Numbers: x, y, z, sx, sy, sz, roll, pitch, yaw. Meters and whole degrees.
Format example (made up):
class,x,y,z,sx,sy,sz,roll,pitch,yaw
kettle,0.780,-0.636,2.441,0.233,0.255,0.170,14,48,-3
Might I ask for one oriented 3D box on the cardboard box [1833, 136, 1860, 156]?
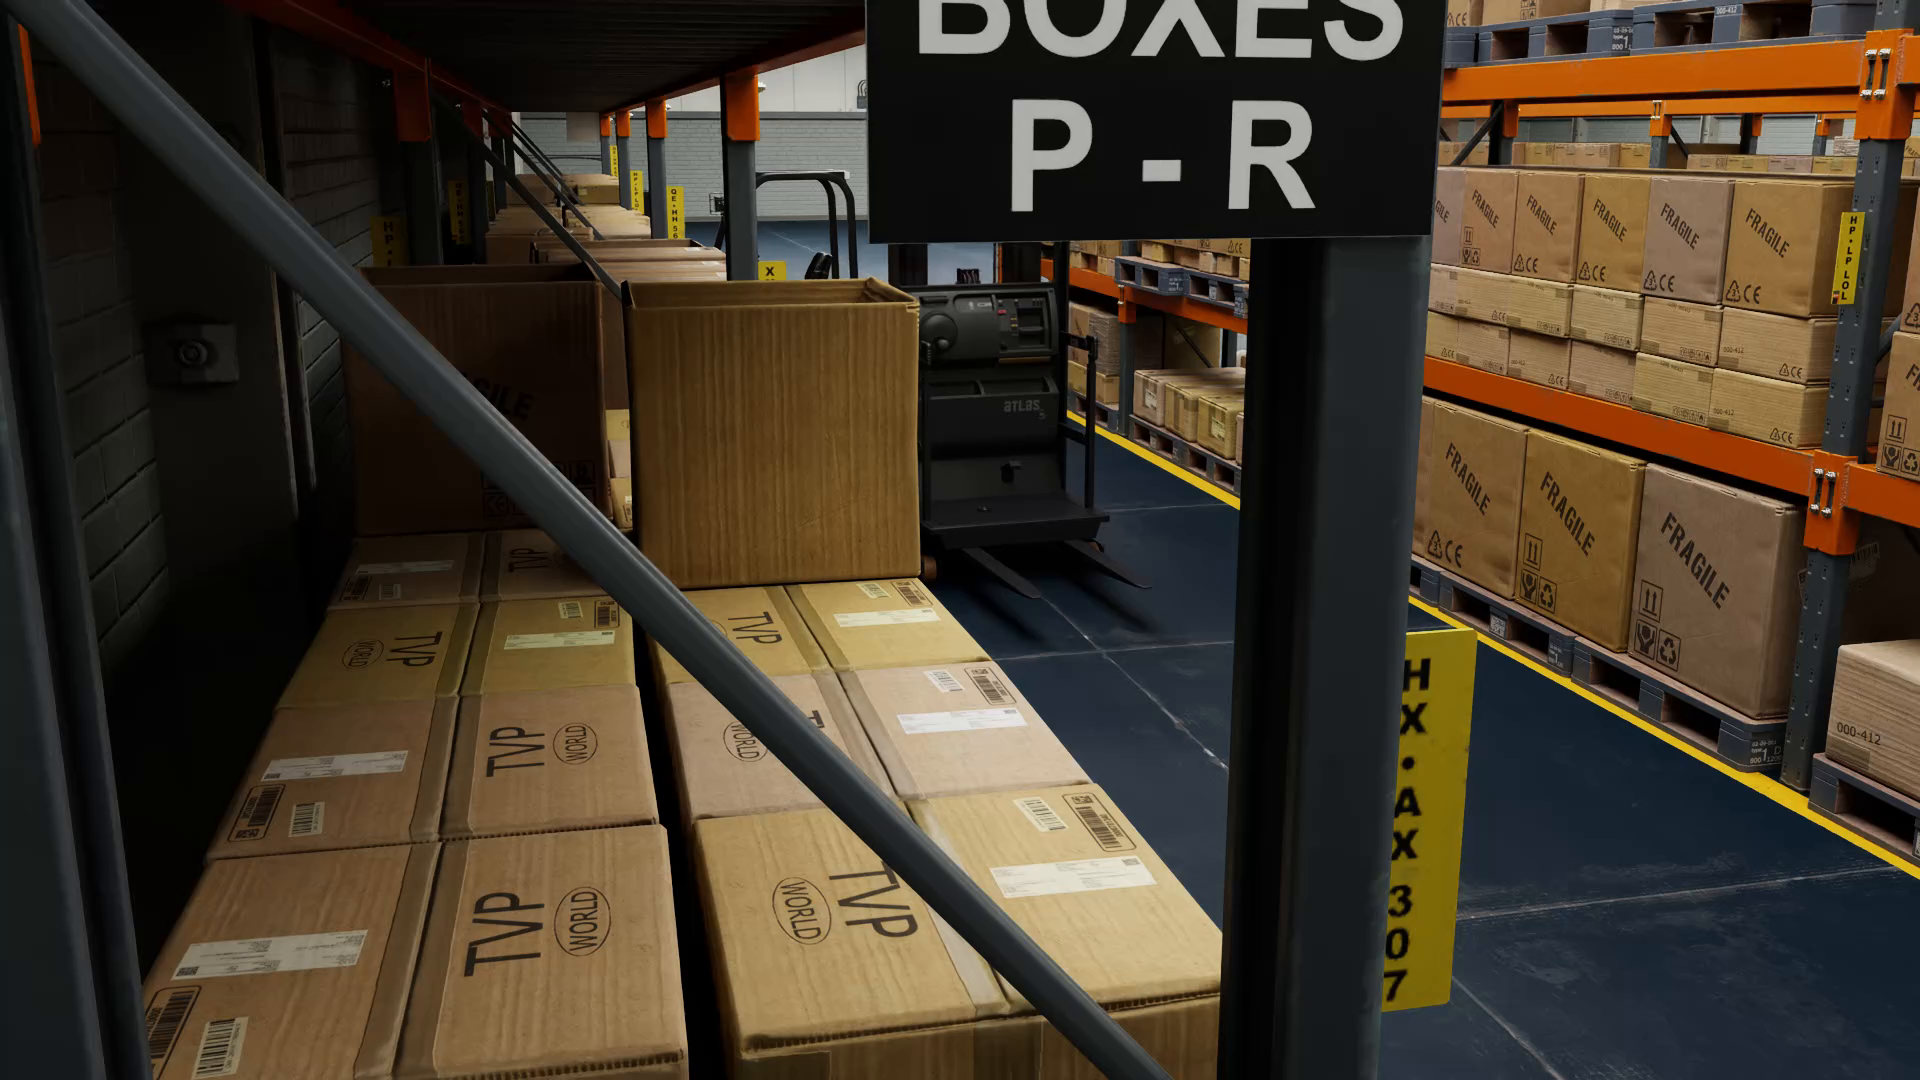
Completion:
class,x,y,z,sx,sy,sz,roll,pitch,yaw
cardboard box,10.395,-4.376,19.075,0.500,0.500,0.500,-3,14,-13

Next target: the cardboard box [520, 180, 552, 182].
class,x,y,z,sx,sy,sz,roll,pitch,yaw
cardboard box,-3.625,-2.949,13.974,0.380,0.149,0.250,-3,14,-14

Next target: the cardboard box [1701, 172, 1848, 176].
class,x,y,z,sx,sy,sz,roll,pitch,yaw
cardboard box,3.630,-1.402,7.529,0.500,0.500,0.500,-4,14,-15

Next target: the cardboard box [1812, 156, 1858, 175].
class,x,y,z,sx,sy,sz,roll,pitch,yaw
cardboard box,7.106,-2.732,12.972,0.700,0.500,0.500,-3,14,-14

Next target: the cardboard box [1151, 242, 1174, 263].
class,x,y,z,sx,sy,sz,roll,pitch,yaw
cardboard box,1.710,-2.243,12.933,0.380,0.149,0.250,-3,14,-12

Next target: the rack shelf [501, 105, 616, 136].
class,x,y,z,sx,sy,sz,roll,pitch,yaw
rack shelf,-3.456,-3.656,14.267,1.077,0.370,4.000,-3,14,-13

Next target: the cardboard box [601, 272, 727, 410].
class,x,y,z,sx,sy,sz,roll,pitch,yaw
cardboard box,-1.004,-0.618,5.541,0.700,0.500,0.500,-3,14,-12

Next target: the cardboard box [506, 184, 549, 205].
class,x,y,z,sx,sy,sz,roll,pitch,yaw
cardboard box,-3.355,-2.652,12.757,0.380,0.149,0.250,-3,14,-13

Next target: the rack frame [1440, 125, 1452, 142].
class,x,y,z,sx,sy,sz,roll,pitch,yaw
rack frame,5.686,-3.586,18.786,1.000,3.000,0.127,-3,14,-13

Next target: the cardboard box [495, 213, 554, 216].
class,x,y,z,sx,sy,sz,roll,pitch,yaw
cardboard box,-2.929,-2.118,11.200,0.380,0.149,0.250,-3,14,-13

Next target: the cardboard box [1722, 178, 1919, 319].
class,x,y,z,sx,sy,sz,roll,pitch,yaw
cardboard box,3.367,-1.142,6.465,0.500,0.500,0.500,-3,14,-11

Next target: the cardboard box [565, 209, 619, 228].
class,x,y,z,sx,sy,sz,roll,pitch,yaw
cardboard box,-2.606,-2.266,11.805,0.380,0.149,0.250,-3,14,-13

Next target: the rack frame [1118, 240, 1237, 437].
class,x,y,z,sx,sy,sz,roll,pitch,yaw
rack frame,1.837,-2.364,13.785,1.000,3.000,0.127,-3,14,-13

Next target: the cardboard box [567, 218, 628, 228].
class,x,y,z,sx,sy,sz,roll,pitch,yaw
cardboard box,-2.304,-1.970,10.591,0.380,0.149,0.250,-3,14,-13

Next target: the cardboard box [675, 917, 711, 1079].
class,x,y,z,sx,sy,sz,roll,pitch,yaw
cardboard box,-0.179,0.598,2.190,0.380,0.149,0.250,-3,14,-14

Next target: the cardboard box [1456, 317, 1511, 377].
class,x,y,z,sx,sy,sz,roll,pitch,yaw
cardboard box,2.902,-1.003,8.528,0.500,0.250,0.500,-3,14,-11

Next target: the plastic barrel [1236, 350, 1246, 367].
class,x,y,z,sx,sy,sz,roll,pitch,yaw
plastic barrel,2.855,-1.644,16.263,0.512,0.421,0.421,7,15,26

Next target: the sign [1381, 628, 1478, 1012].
class,x,y,z,sx,sy,sz,roll,pitch,yaw
sign,0.359,0.231,1.339,0.100,0.325,0.005,-3,14,-13

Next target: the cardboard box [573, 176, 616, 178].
class,x,y,z,sx,sy,sz,roll,pitch,yaw
cardboard box,-3.306,-3.217,15.072,0.380,0.149,0.250,-3,14,-12

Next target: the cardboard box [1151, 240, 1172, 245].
class,x,y,z,sx,sy,sz,roll,pitch,yaw
cardboard box,1.787,-2.522,12.707,0.500,0.500,0.500,-3,14,-13

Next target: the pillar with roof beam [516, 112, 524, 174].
class,x,y,z,sx,sy,sz,roll,pitch,yaw
pillar with roof beam,-7.500,-12.874,44.161,9.100,9.000,0.400,-3,14,-13

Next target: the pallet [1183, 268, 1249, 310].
class,x,y,z,sx,sy,sz,roll,pitch,yaw
pallet,2.272,-1.803,11.890,1.003,0.211,1.213,-3,14,-13

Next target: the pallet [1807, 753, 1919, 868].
class,x,y,z,sx,sy,sz,roll,pitch,yaw
pallet,3.819,1.016,5.826,1.003,0.211,1.213,-3,14,-13

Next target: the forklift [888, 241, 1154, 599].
class,x,y,z,sx,sy,sz,roll,pitch,yaw
forklift,0.196,-1.284,9.506,1.130,2.935,3.031,-5,14,-18

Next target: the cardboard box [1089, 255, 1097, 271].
class,x,y,z,sx,sy,sz,roll,pitch,yaw
cardboard box,1.370,-2.479,14.785,0.380,0.149,0.250,-3,14,-14

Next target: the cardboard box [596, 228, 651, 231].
class,x,y,z,sx,sy,sz,roll,pitch,yaw
cardboard box,-1.900,-1.679,9.403,0.380,0.149,0.250,-3,14,-12

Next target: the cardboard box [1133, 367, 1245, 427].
class,x,y,z,sx,sy,sz,roll,pitch,yaw
cardboard box,1.963,-1.171,13.552,0.950,0.372,0.625,-3,14,-12

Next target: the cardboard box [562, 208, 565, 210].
class,x,y,z,sx,sy,sz,roll,pitch,yaw
cardboard box,-3.443,-2.839,15.517,0.500,0.500,0.500,-3,14,-11

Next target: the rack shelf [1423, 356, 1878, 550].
class,x,y,z,sx,sy,sz,roll,pitch,yaw
rack shelf,3.246,-0.631,8.205,1.077,0.370,4.000,-3,14,-13

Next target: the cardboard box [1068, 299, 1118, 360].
class,x,y,z,sx,sy,sz,roll,pitch,yaw
cardboard box,1.195,-1.953,15.431,0.500,0.500,0.500,-3,14,-10

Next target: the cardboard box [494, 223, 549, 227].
class,x,y,z,sx,sy,sz,roll,pitch,yaw
cardboard box,-2.603,-1.826,10.004,0.380,0.149,0.250,-3,14,-14

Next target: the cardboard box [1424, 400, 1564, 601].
class,x,y,z,sx,sy,sz,roll,pitch,yaw
cardboard box,3.064,-0.244,8.696,0.875,0.875,0.875,-3,14,-13

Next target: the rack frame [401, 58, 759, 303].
class,x,y,z,sx,sy,sz,roll,pitch,yaw
rack frame,-1.108,-0.241,5.095,1.000,3.000,0.127,-3,14,-13

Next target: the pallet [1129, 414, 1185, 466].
class,x,y,z,sx,sy,sz,roll,pitch,yaw
pallet,2.022,-0.830,13.381,1.003,0.211,1.213,-3,14,-13

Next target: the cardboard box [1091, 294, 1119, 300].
class,x,y,z,sx,sy,sz,roll,pitch,yaw
cardboard box,1.577,-2.112,16.082,0.500,0.500,0.500,-4,14,-15

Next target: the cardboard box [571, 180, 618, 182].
class,x,y,z,sx,sy,sz,roll,pitch,yaw
cardboard box,-3.039,-2.922,13.864,0.380,0.149,0.250,-4,14,-14

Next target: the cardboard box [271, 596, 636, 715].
class,x,y,z,sx,sy,sz,roll,pitch,yaw
cardboard box,-0.766,0.285,2.630,0.500,0.250,0.500,-3,14,-11

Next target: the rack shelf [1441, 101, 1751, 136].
class,x,y,z,sx,sy,sz,roll,pitch,yaw
rack shelf,6.155,-4.233,16.627,1.077,0.370,4.000,-3,14,-13

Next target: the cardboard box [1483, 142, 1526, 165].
class,x,y,z,sx,sy,sz,roll,pitch,yaw
cardboard box,5.953,-3.838,17.223,0.875,0.550,0.550,-3,14,-13

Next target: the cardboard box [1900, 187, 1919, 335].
class,x,y,z,sx,sy,sz,roll,pitch,yaw
cardboard box,3.593,-0.930,5.595,0.500,0.500,0.500,-3,14,-13

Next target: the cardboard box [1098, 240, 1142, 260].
class,x,y,z,sx,sy,sz,roll,pitch,yaw
cardboard box,1.491,-2.646,14.100,0.500,0.500,0.500,-4,14,-15

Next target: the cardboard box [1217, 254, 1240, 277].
class,x,y,z,sx,sy,sz,roll,pitch,yaw
cardboard box,2.030,-1.939,11.689,0.380,0.149,0.250,-4,14,-15

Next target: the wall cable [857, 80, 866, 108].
class,x,y,z,sx,sy,sz,roll,pitch,yaw
wall cable,-1.859,-15.565,48.009,2.305,6.003,0.169,-3,14,-13

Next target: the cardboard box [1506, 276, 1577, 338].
class,x,y,z,sx,sy,sz,roll,pitch,yaw
cardboard box,2.987,-1.128,7.988,0.500,0.250,0.500,-3,14,-12

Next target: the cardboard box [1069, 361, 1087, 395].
class,x,y,z,sx,sy,sz,roll,pitch,yaw
cardboard box,1.302,-1.476,15.059,0.500,0.250,0.500,-4,14,-15

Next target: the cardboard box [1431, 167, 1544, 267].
class,x,y,z,sx,sy,sz,roll,pitch,yaw
cardboard box,2.781,-1.735,8.889,0.500,0.500,0.500,-3,14,-13

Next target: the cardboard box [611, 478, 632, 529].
class,x,y,z,sx,sy,sz,roll,pitch,yaw
cardboard box,-0.515,0.021,3.708,0.500,0.250,0.500,-3,14,-14

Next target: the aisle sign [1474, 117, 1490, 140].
class,x,y,z,sx,sy,sz,roll,pitch,yaw
aisle sign,5.961,-4.882,18.613,0.394,0.787,0.004,-3,14,-13
